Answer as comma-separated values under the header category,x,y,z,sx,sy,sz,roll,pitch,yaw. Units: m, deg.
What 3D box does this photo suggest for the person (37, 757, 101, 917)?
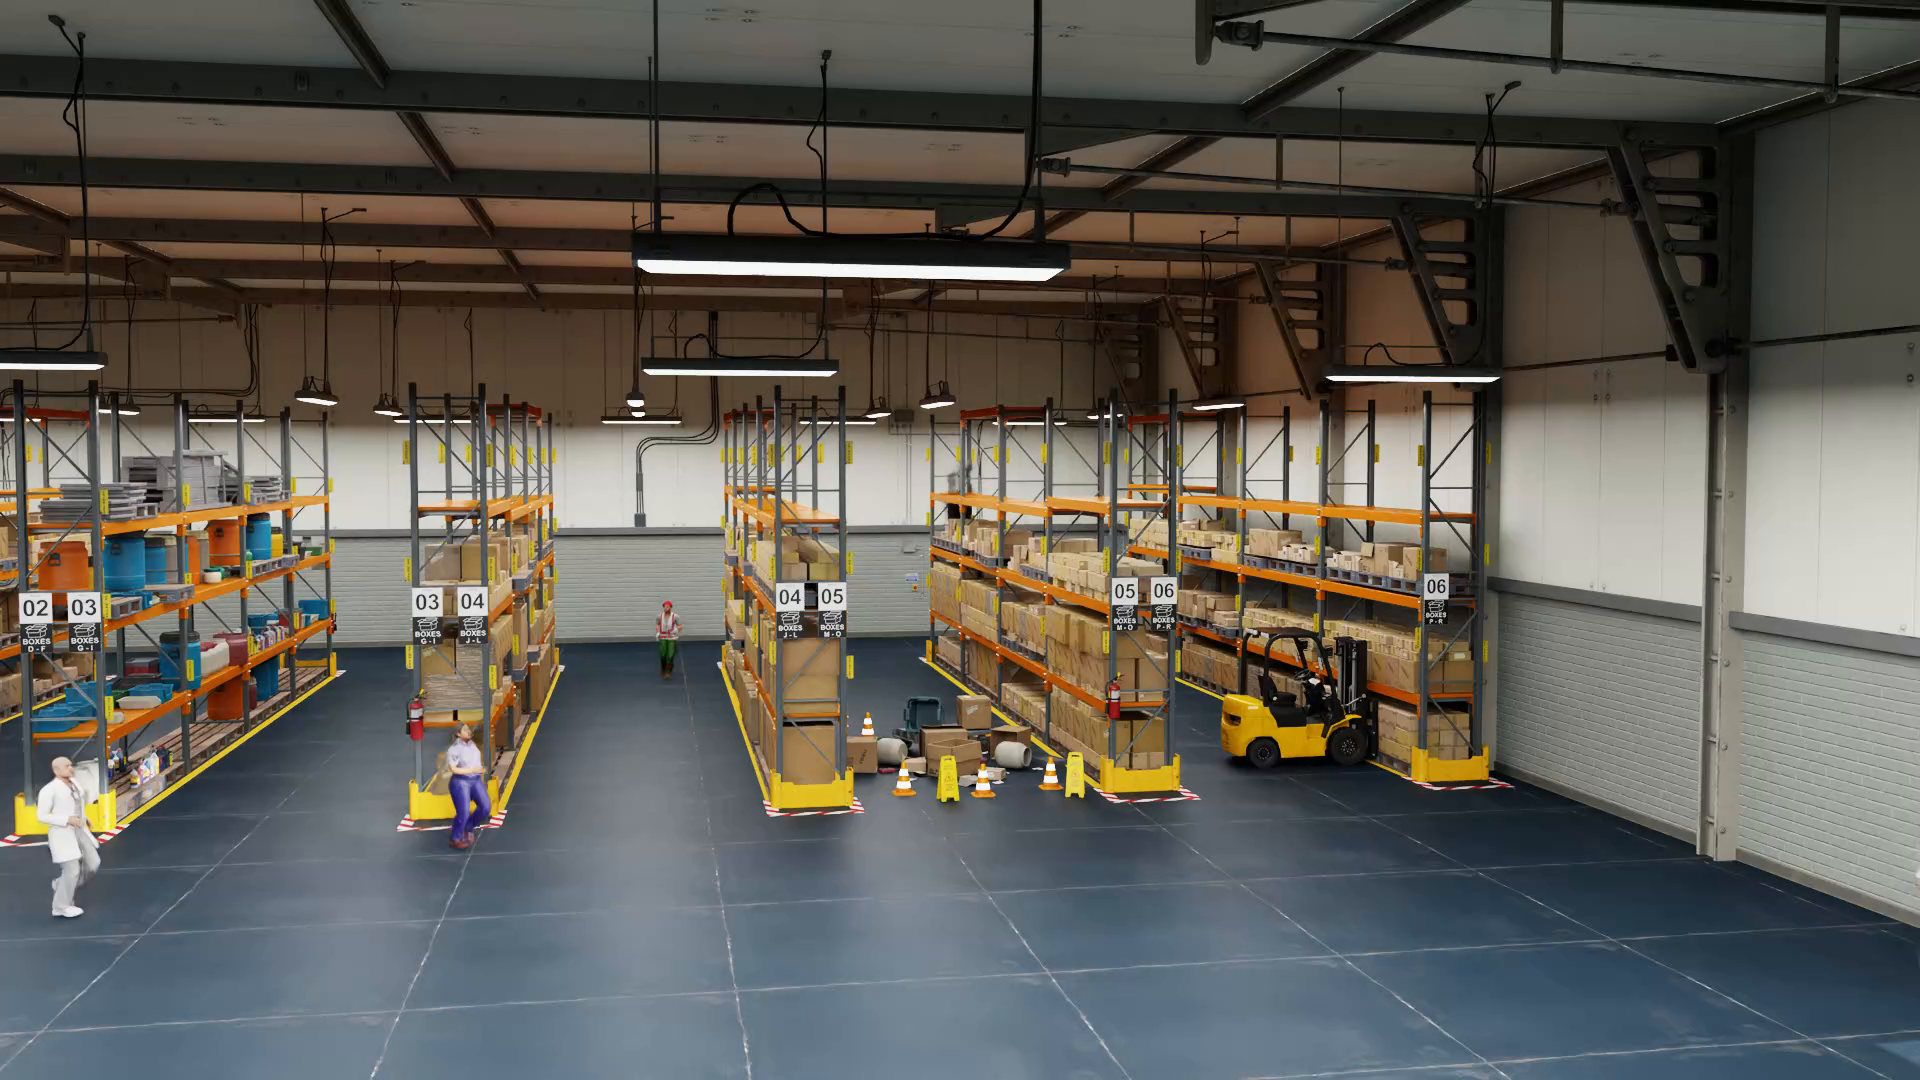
category,x,y,z,sx,sy,sz,roll,pitch,yaw
person,-9.637,3.212,18.034,0.649,1.730,0.702,1,3,13

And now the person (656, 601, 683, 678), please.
category,x,y,z,sx,sy,sz,roll,pitch,yaw
person,-6.524,2.235,37.175,0.632,1.748,0.600,0,3,-2

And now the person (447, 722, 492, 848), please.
category,x,y,z,sx,sy,sz,roll,pitch,yaw
person,-6.252,3.115,21.149,0.596,1.607,0.603,2,3,28
